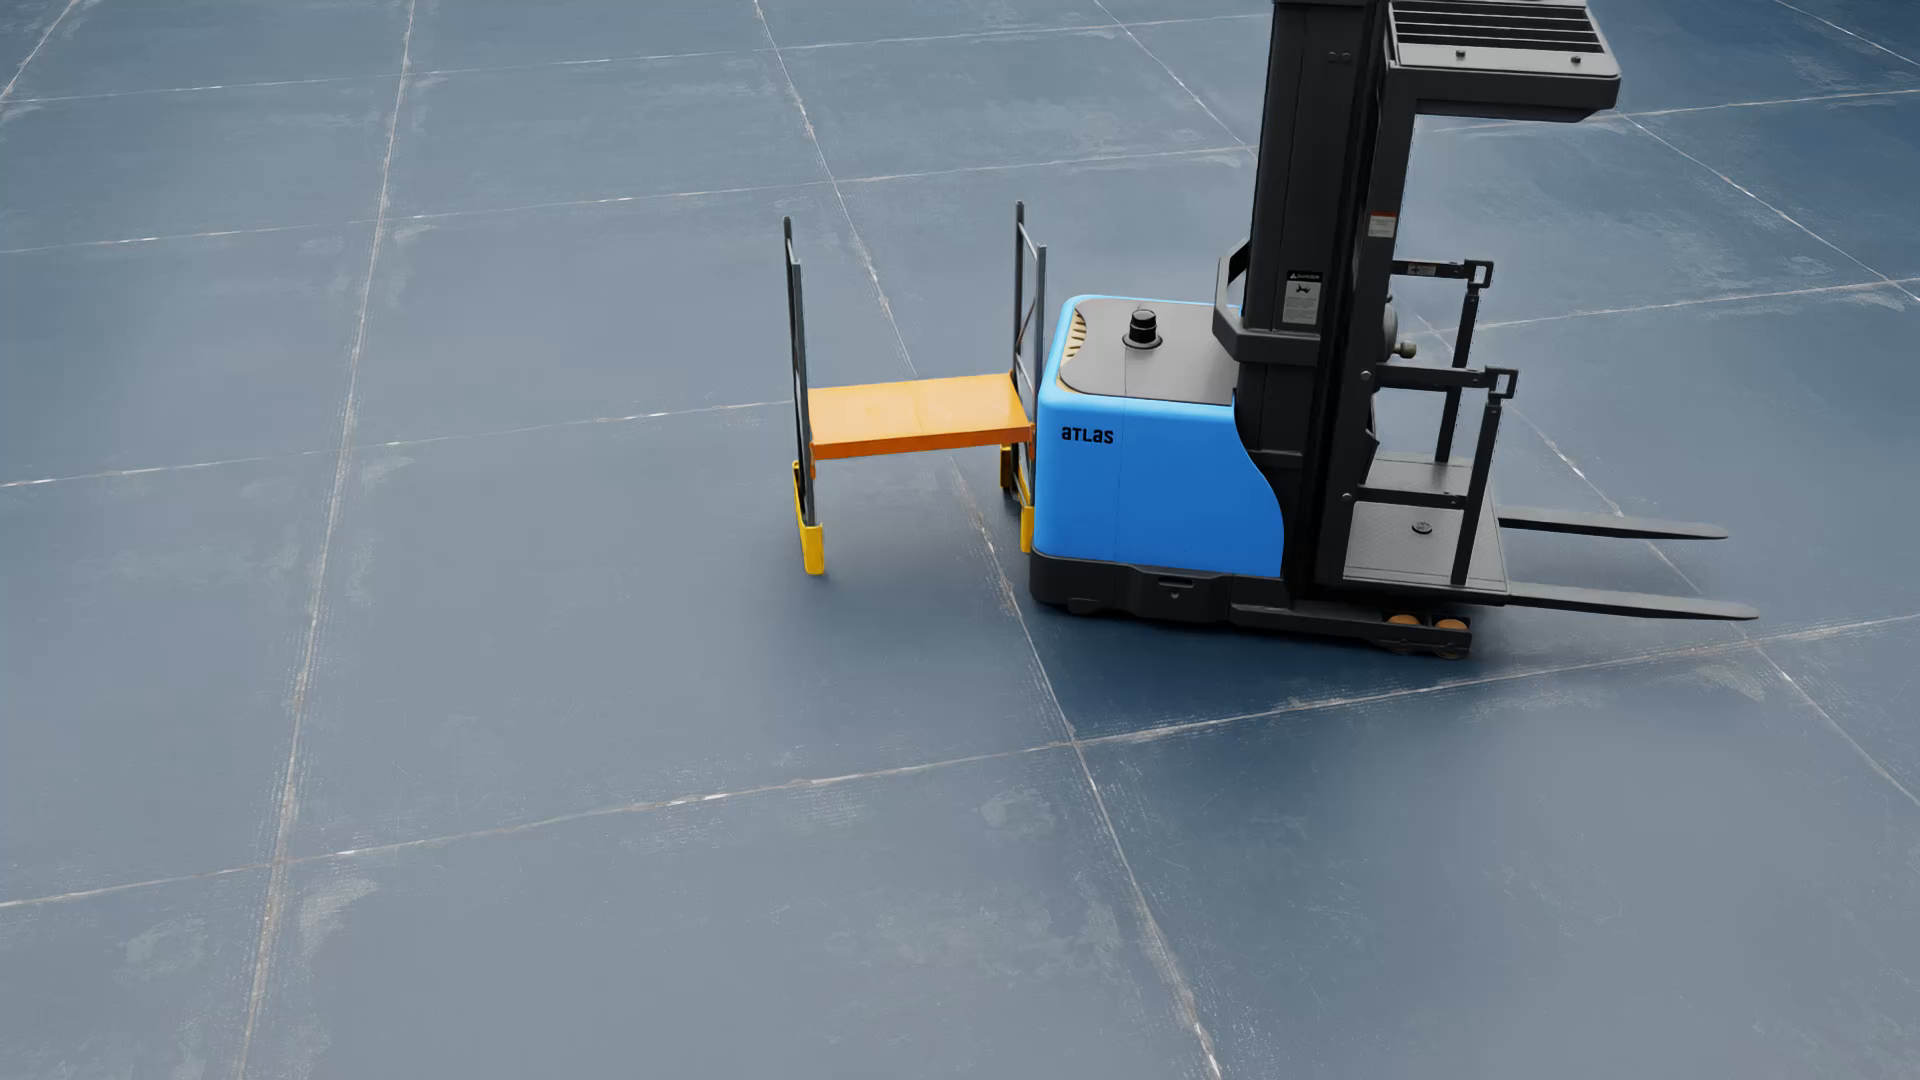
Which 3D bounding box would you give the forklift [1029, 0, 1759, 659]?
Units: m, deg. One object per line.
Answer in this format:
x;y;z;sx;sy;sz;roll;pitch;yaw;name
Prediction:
1.870;-1.038;6.666;3.031;2.935;1.130;5;34;8;forklift

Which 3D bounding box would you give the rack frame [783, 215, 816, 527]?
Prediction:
-0.702;-0.631;7.344;0.032;1.500;0.500;-5;34;-8;rack frame

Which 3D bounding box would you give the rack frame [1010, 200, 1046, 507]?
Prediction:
0.300;-0.726;7.486;0.032;1.500;0.500;-5;34;-8;rack frame

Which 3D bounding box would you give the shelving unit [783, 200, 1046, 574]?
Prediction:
-0.210;-0.678;7.414;1.083;1.500;0.587;-5;34;-8;shelving unit

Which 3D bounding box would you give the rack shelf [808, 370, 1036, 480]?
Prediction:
-0.201;-0.529;7.515;1.000;0.185;0.538;-5;34;-8;rack shelf

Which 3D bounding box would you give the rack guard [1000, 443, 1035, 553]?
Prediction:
0.281;-0.205;7.831;0.087;0.250;0.587;-5;34;-8;rack guard

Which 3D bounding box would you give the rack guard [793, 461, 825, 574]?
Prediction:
-0.701;-0.112;7.693;0.087;0.250;0.587;-5;34;-8;rack guard
